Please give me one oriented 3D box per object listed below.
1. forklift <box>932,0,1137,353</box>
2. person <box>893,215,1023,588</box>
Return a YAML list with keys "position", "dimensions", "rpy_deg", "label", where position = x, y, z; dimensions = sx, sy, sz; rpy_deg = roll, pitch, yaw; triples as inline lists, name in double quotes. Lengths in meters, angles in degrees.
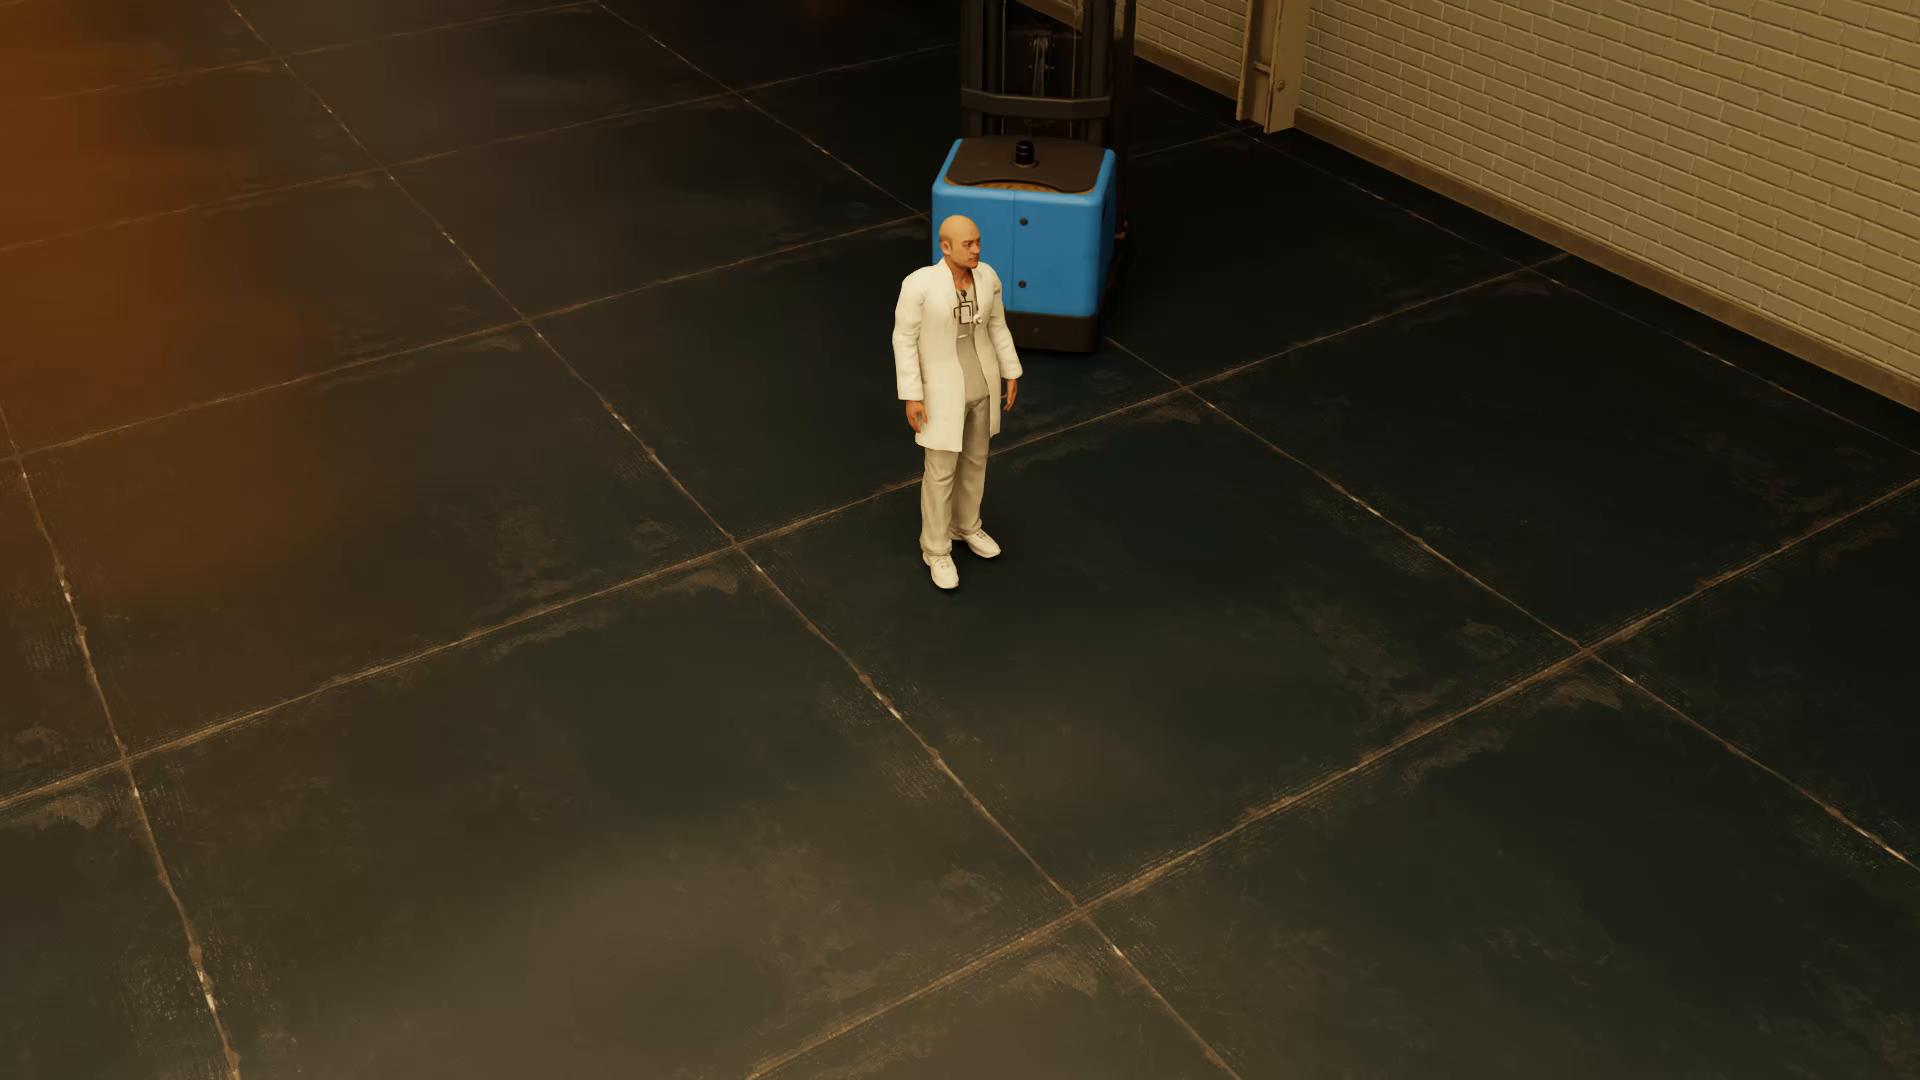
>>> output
- position: [0.592, -3.191, 10.689]
  dimensions: [1.130, 2.935, 3.031]
  rpy_deg: [6, 36, 9]
  label: "forklift"
- position: [0.046, -0.688, 8.118]
  dimensions: [0.698, 1.776, 0.580]
  rpy_deg: [-21, 40, -27]
  label: "person"
